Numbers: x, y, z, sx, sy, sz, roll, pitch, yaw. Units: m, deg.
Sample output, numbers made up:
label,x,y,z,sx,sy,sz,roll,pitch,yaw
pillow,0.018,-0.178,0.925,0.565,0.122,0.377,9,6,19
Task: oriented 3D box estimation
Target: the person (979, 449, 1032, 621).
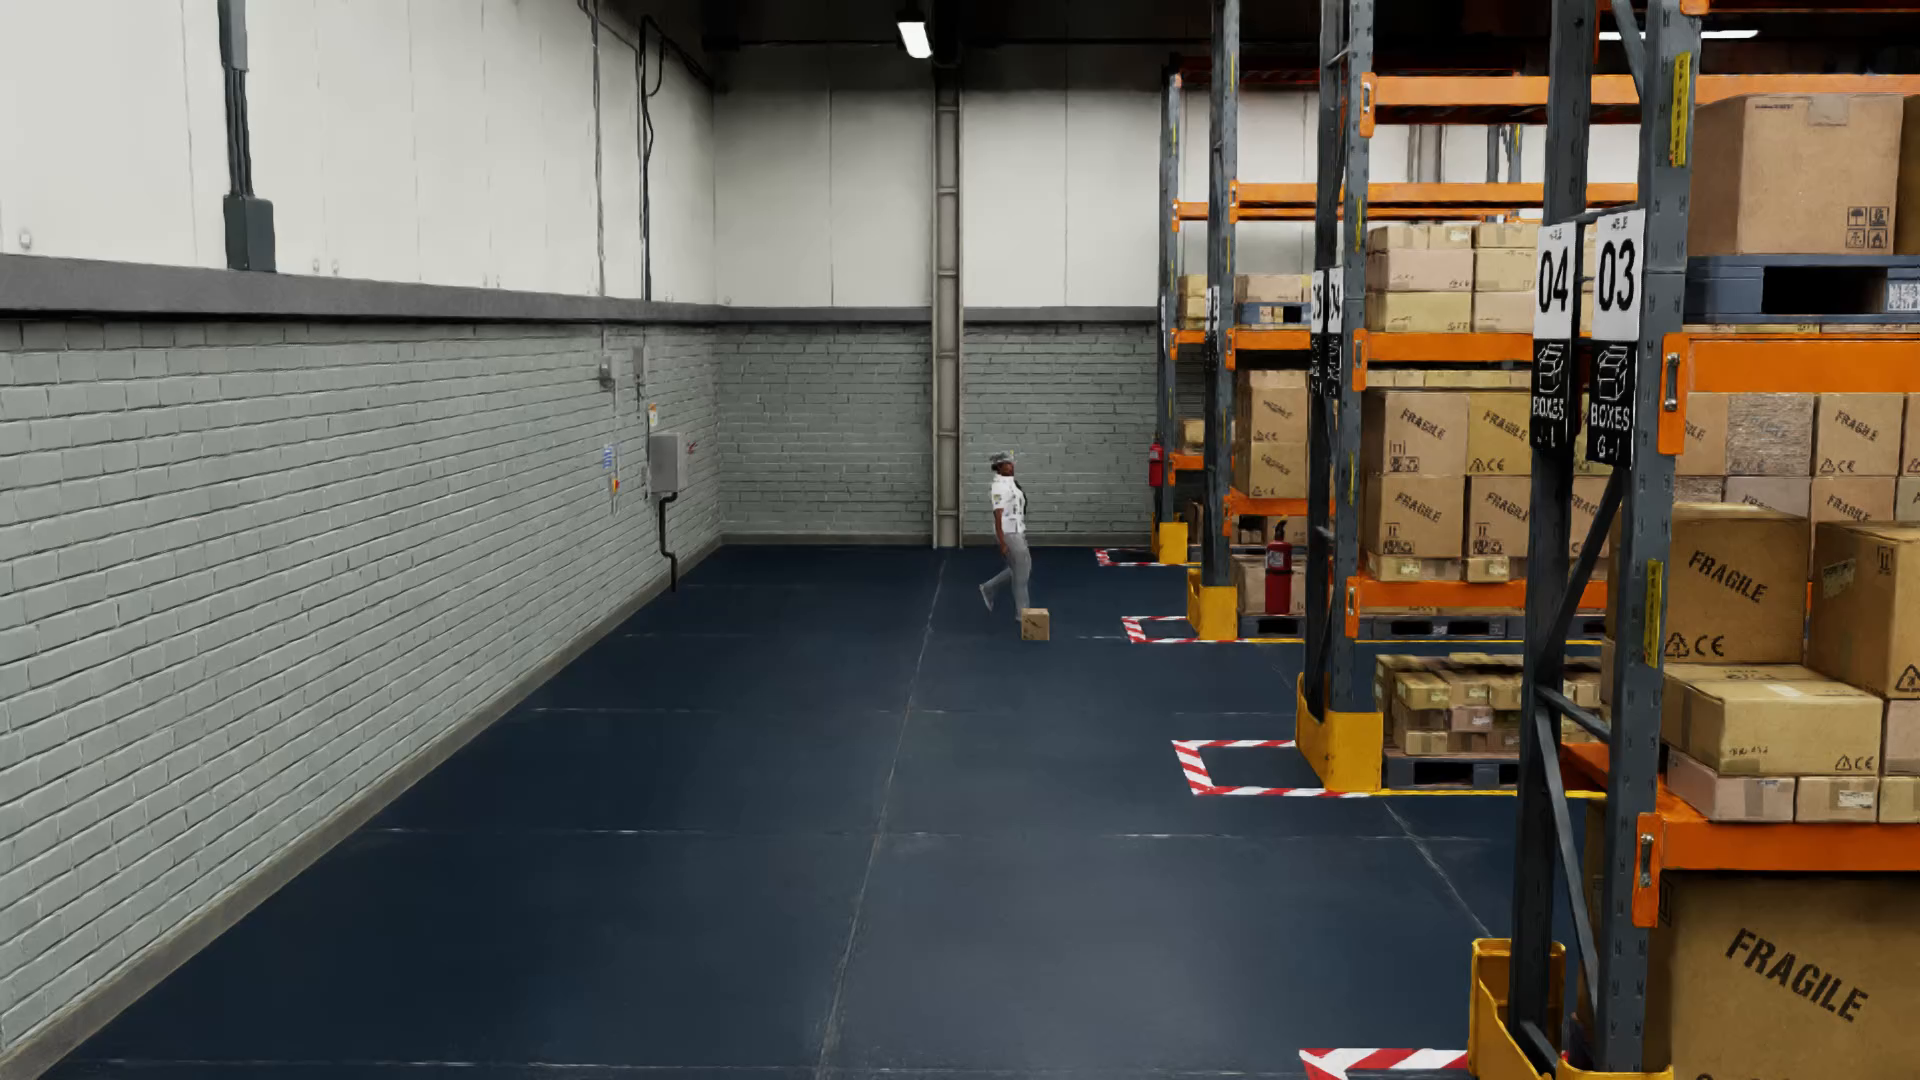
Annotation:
label,x,y,z,sx,sy,sz,roll,pitch,yaw
person,0.515,-0.044,16.066,0.665,1.676,0.478,1,7,10
